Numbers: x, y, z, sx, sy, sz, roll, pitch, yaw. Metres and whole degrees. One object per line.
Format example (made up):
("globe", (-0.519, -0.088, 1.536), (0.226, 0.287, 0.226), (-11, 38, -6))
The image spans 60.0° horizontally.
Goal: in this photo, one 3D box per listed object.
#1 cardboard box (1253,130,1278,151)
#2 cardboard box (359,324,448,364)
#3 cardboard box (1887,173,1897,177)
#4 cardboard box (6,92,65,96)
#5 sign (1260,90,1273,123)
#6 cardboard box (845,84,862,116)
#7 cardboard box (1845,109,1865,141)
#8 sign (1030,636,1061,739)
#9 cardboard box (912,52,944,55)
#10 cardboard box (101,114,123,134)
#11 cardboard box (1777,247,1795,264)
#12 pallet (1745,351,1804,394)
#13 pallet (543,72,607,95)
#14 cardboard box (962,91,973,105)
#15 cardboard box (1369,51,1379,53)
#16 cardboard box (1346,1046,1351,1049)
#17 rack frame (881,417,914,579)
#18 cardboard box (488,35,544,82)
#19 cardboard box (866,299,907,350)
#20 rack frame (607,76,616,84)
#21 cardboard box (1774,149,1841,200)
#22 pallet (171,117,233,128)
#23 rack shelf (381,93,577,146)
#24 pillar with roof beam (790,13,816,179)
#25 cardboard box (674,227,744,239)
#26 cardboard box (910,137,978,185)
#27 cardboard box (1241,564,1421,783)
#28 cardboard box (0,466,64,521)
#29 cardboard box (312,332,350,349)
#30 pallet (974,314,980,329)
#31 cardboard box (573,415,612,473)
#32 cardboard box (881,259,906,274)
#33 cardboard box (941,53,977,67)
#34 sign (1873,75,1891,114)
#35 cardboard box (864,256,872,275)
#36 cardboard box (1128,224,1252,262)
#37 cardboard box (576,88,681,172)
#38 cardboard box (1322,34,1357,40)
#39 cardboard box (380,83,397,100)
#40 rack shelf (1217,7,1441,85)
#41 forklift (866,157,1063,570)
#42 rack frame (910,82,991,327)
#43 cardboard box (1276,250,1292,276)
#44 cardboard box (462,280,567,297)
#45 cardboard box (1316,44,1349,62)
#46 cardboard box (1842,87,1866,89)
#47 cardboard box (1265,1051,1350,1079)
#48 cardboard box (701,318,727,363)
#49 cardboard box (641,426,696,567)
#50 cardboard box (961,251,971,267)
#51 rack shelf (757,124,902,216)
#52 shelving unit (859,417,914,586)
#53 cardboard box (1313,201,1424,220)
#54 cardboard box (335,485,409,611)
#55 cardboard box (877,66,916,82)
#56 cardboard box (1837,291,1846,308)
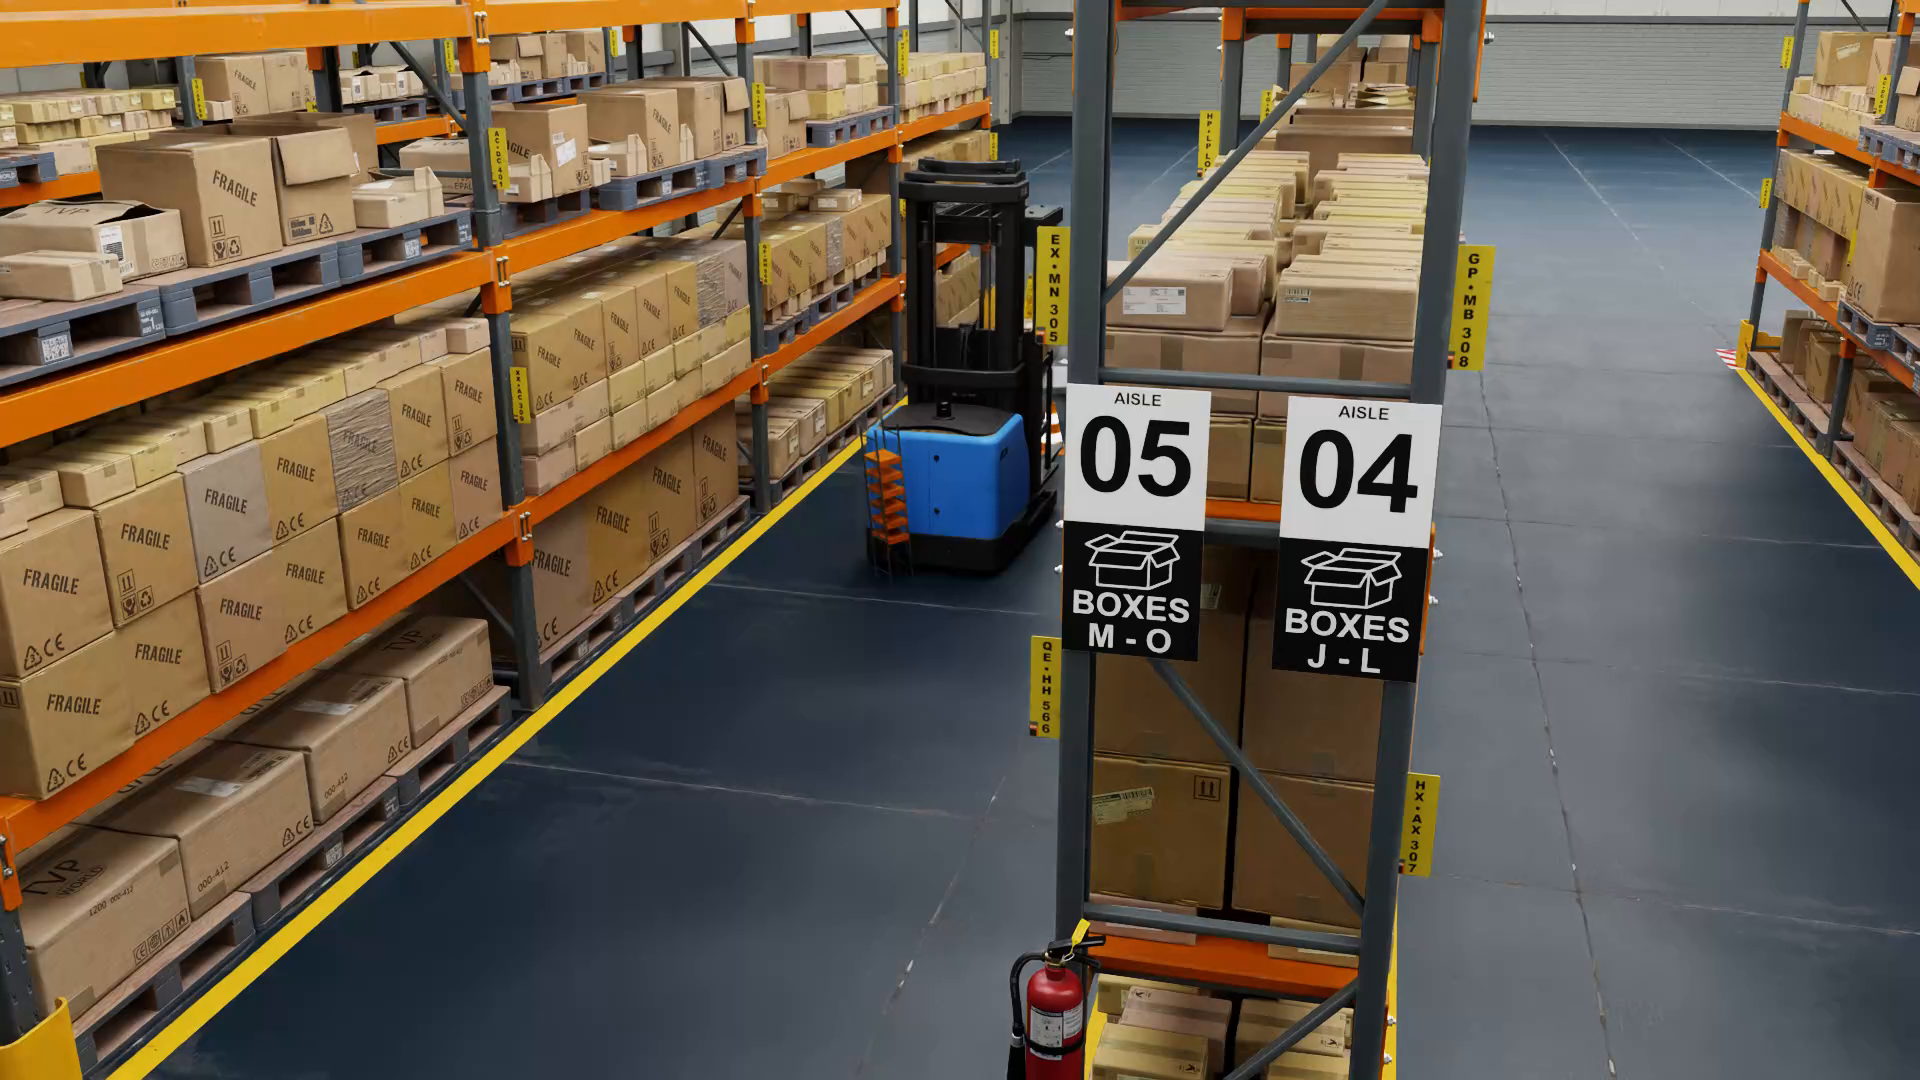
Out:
("cardboard box", (2.118, -2.312, 10.521), (0.500, 0.500, 0.500), (5, 19, 13))
("cardboard box", (-2.990, -1.055, 8.930), (0.380, 0.149, 0.250), (5, 20, 15))
("cardboard box", (9.110, -3.244, 15.882), (0.500, 0.500, 0.500), (5, 19, 13))
("cardboard box", (-7.398, -3.498, 13.302), (0.380, 0.149, 0.250), (5, 19, 13))
("sign", (2.212, -3.066, 11.960), (0.100, 0.325, 0.005), (5, 19, 13))
("cardboard box", (-1.230, -4.125, 15.566), (0.500, 0.250, 0.500), (5, 19, 14))
("cardboard box", (8.506, -3.823, 15.331), (0.500, 0.250, 0.500), (5, 20, 15))
("sign", (0.260, 0.442, 4.972), (0.100, 0.325, 0.005), (5, 19, 13))
("cardboard box", (-0.407, -5.767, 19.946), (0.380, 0.149, 0.250), (5, 19, 13))
("cardboard box", (-6.915, -3.315, 13.226), (0.380, 0.149, 0.250), (5, 20, 15))
("cardboard box", (9.031, -3.058, 17.890), (0.380, 0.149, 0.250), (5, 19, 13))
("pallet", (9.236, -1.807, 18.150), (1.003, 0.211, 1.213), (5, 19, 13))
("pallet", (-5.134, -5.733, 20.829), (1.003, 0.211, 1.213), (5, 19, 13))
("cardboard box", (-0.065, -5.190, 19.490), (0.380, 0.149, 0.250), (5, 20, 15))
("cardboard box", (4.607, -5.071, 17.720), (0.500, 0.250, 0.500), (5, 19, 13))
("cardboard box", (1.439, 1.963, 6.561), (0.380, 0.149, 0.250), (5, 19, 14))
("rack frame", (-0.457, -0.301, 12.163), (0.006, 1.200, 0.240), (-18, 25, -28))
("cardboard box", (-5.335, -5.638, 19.449), (0.797, 0.503, 0.637), (5, 20, 15))
("cardboard box", (-0.694, -2.347, 17.862), (0.500, 0.500, 0.500), (6, 20, 16))
("rack frame", (-4.936, -4.575, 21.942), (1.000, 3.000, 0.127), (5, 19, 13))
("cardboard box", (9.089, -3.912, 17.839), (0.500, 0.500, 0.500), (5, 19, 13))
("pallet", (-6.812, -3.618, 14.790), (1.213, 0.211, 1.003), (6, 20, 16))
("rack shelf", (-5.425, -5.027, 19.738), (1.077, 0.370, 4.000), (5, 19, 13))
("pillar with roof beam", (1.126, -10.688, 30.558), (9.100, 9.000, 0.400), (5, 19, 13))
("cardboard box", (-2.120, -2.391, 14.283), (0.500, 0.500, 0.500), (4, 19, 13))
("cardboard box", (-0.191, -4.342, 19.098), (0.700, 0.500, 0.500), (4, 19, 13))
("cardboard box", (1.160, 0.409, 5.189), (0.500, 0.500, 0.500), (5, 19, 13))
("cardboard box", (-3.681, -0.174, 6.352), (0.380, 0.149, 0.250), (5, 20, 15))
("cardboard box", (-3.452, -1.007, 8.791), (0.380, 0.149, 0.250), (4, 19, 13))
("pallet", (-0.374, -2.589, 20.442), (1.003, 0.211, 1.213), (5, 19, 13))
("cardboard box", (-2.566, -0.632, 10.628), (0.500, 0.250, 0.500), (4, 19, 12))
("cardboard box", (-0.712, -2.885, 17.383), (0.380, 0.149, 0.250), (5, 19, 13))
("cardboard box", (-0.019, -5.655, 19.618), (0.380, 0.149, 0.250), (5, 19, 14))
("sign", (7.982, -3.853, 14.386), (0.100, 0.325, 0.005), (5, 19, 13))
("cardboard box", (-1.067, -2.663, 16.081), (0.380, 0.149, 0.250), (4, 19, 12))
("cardboard box", (0.766, -0.953, 5.538), (0.380, 0.149, 0.250), (5, 19, 14))
("cardboard box", (-2.226, -2.767, 11.203), (0.500, 0.500, 0.500), (5, 19, 14))
("cardboard box", (4.188, -5.511, 18.392), (0.380, 0.149, 0.250), (4, 19, 13))
("cardboard box", (-5.888, -4.500, 16.664), (0.380, 0.149, 0.250), (5, 19, 13))
("rack shelf", (2.259, -3.000, 9.781), (1.077, 0.370, 4.000), (5, 19, 13))
("forklift", (0.184, -1.601, 13.342), (1.130, 2.935, 3.031), (5, 20, 15))
("rack frame", (-0.122, -4.184, 20.798), (1.000, 3.000, 0.127), (5, 19, 13))
("cardboard box", (0.911, -0.881, 5.943), (0.500, 0.250, 0.500), (5, 19, 14))
("cardboard box", (-2.926, -1.424, 11.014), (0.500, 0.500, 0.500), (5, 20, 15))
("cardboard box", (3.505, -4.635, 15.828), (0.380, 0.149, 0.250), (4, 19, 13))
("cardboard box", (8.778, -4.301, 16.114), (0.380, 0.149, 0.250), (4, 19, 11))
("cardboard box", (1.251, 1.921, 5.763), (0.380, 0.149, 0.250), (4, 19, 11))
("cardboard box", (-2.070, -1.510, 12.426), (0.500, 0.250, 0.500), (4, 19, 12))
("cardboard box", (-2.548, -0.381, 12.300), (0.875, 0.875, 0.875), (5, 19, 14))
("cardboard box", (-0.090, -3.352, 19.801), (0.380, 0.149, 0.250), (5, 20, 15))
("rack shelf", (-1.588, -3.383, 14.923), (1.077, 0.370, 4.000), (5, 19, 13))
("shelving unit", (-0.533, -0.276, 12.119), (0.189, 1.200, 0.258), (-18, 25, -28))
("cardboard box", (1.501, -1.152, 6.121), (0.380, 0.149, 0.250), (5, 20, 15))
("cardboard box", (-3.149, 0.015, 8.347), (0.500, 0.500, 0.500), (4, 19, 13))
("cardboard box", (-0.671, -4.765, 17.013), (0.380, 0.149, 0.250), (5, 20, 15))
("cardboard box", (8.348, -2.197, 15.369), (0.380, 0.149, 0.250), (5, 19, 13))
